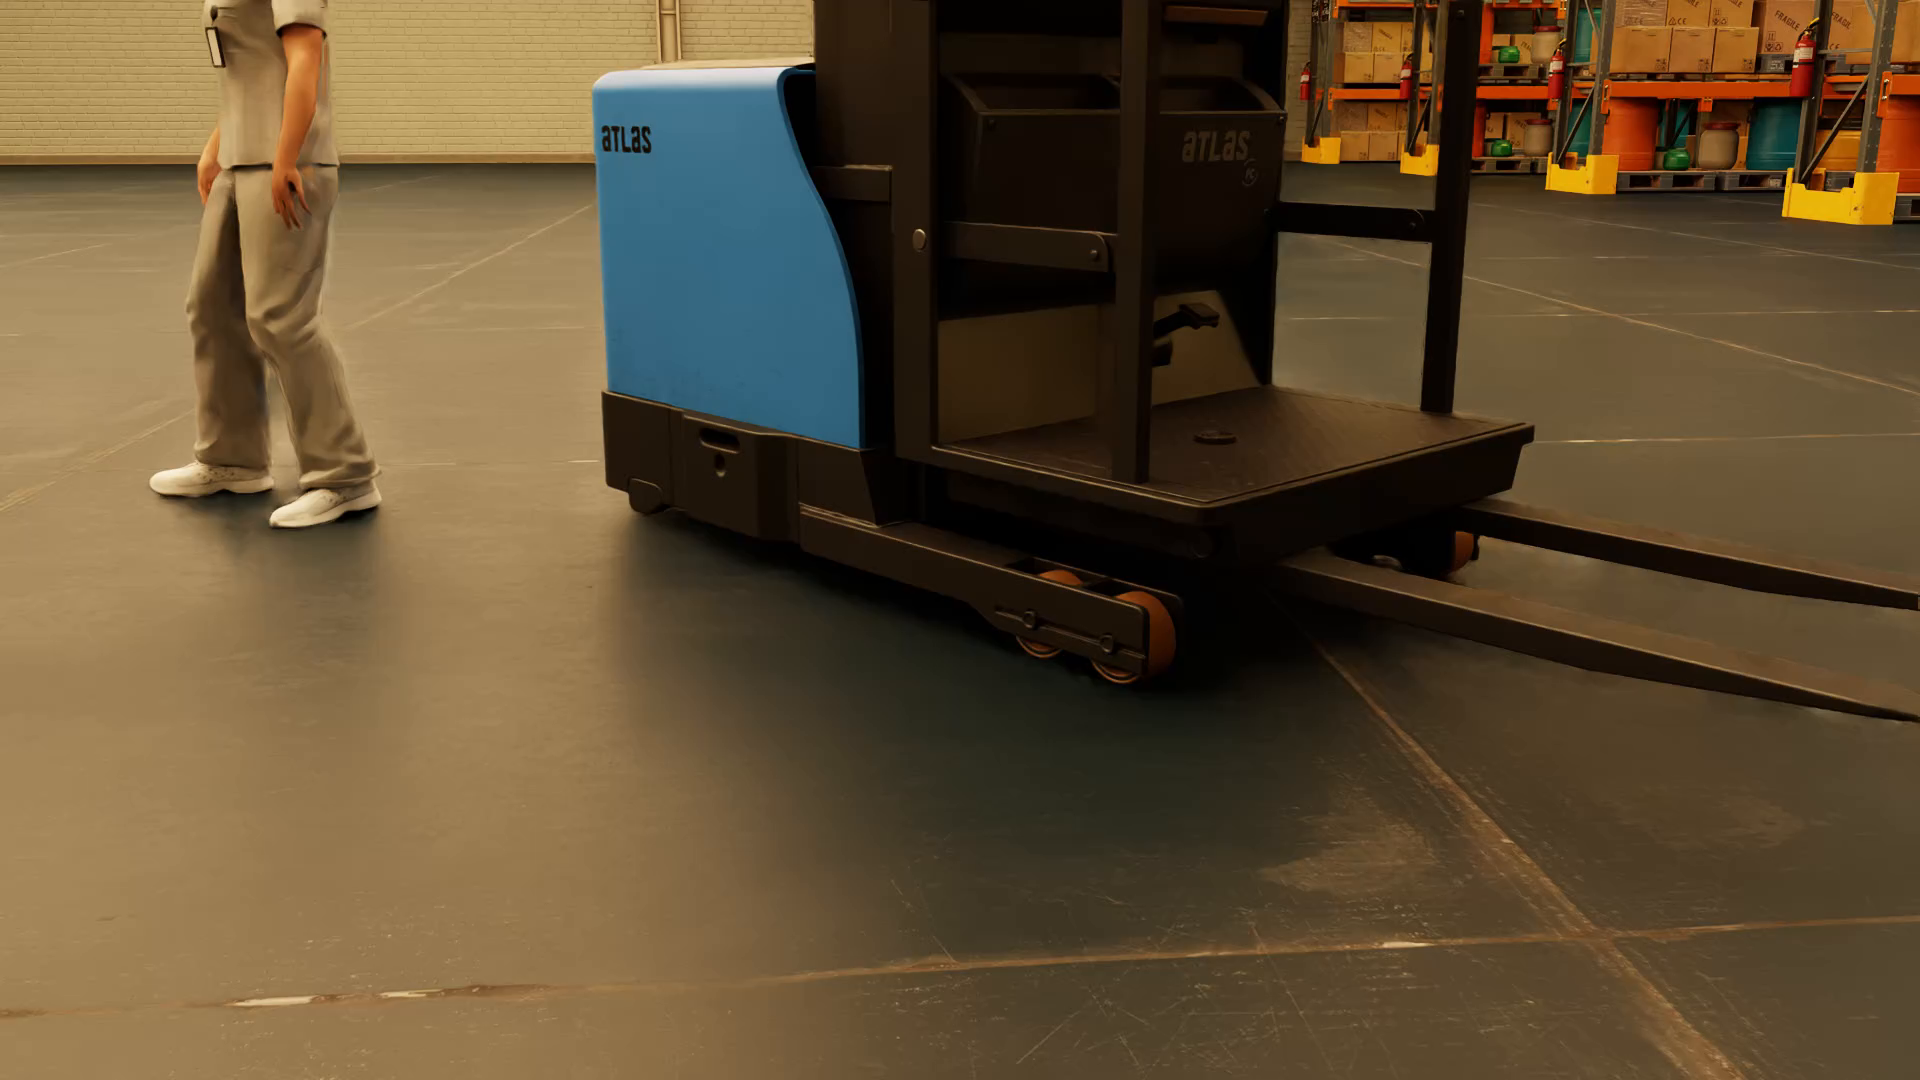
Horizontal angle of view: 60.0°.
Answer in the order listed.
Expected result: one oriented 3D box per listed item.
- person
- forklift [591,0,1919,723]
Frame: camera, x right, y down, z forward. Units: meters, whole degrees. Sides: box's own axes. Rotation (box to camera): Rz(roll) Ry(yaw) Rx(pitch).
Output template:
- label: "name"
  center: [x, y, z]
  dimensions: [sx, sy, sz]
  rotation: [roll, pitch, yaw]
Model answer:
- label: "person"
  center: [-1.765, -0.893, 4.089]
  dimensions: [0.509, 1.670, 0.648]
  rotation: [-10, 18, -33]
- label: "forklift"
  center: [0.477, -1.307, 3.141]
  dimensions: [1.130, 2.935, 3.031]
  rotation: [-13, 20, -41]
